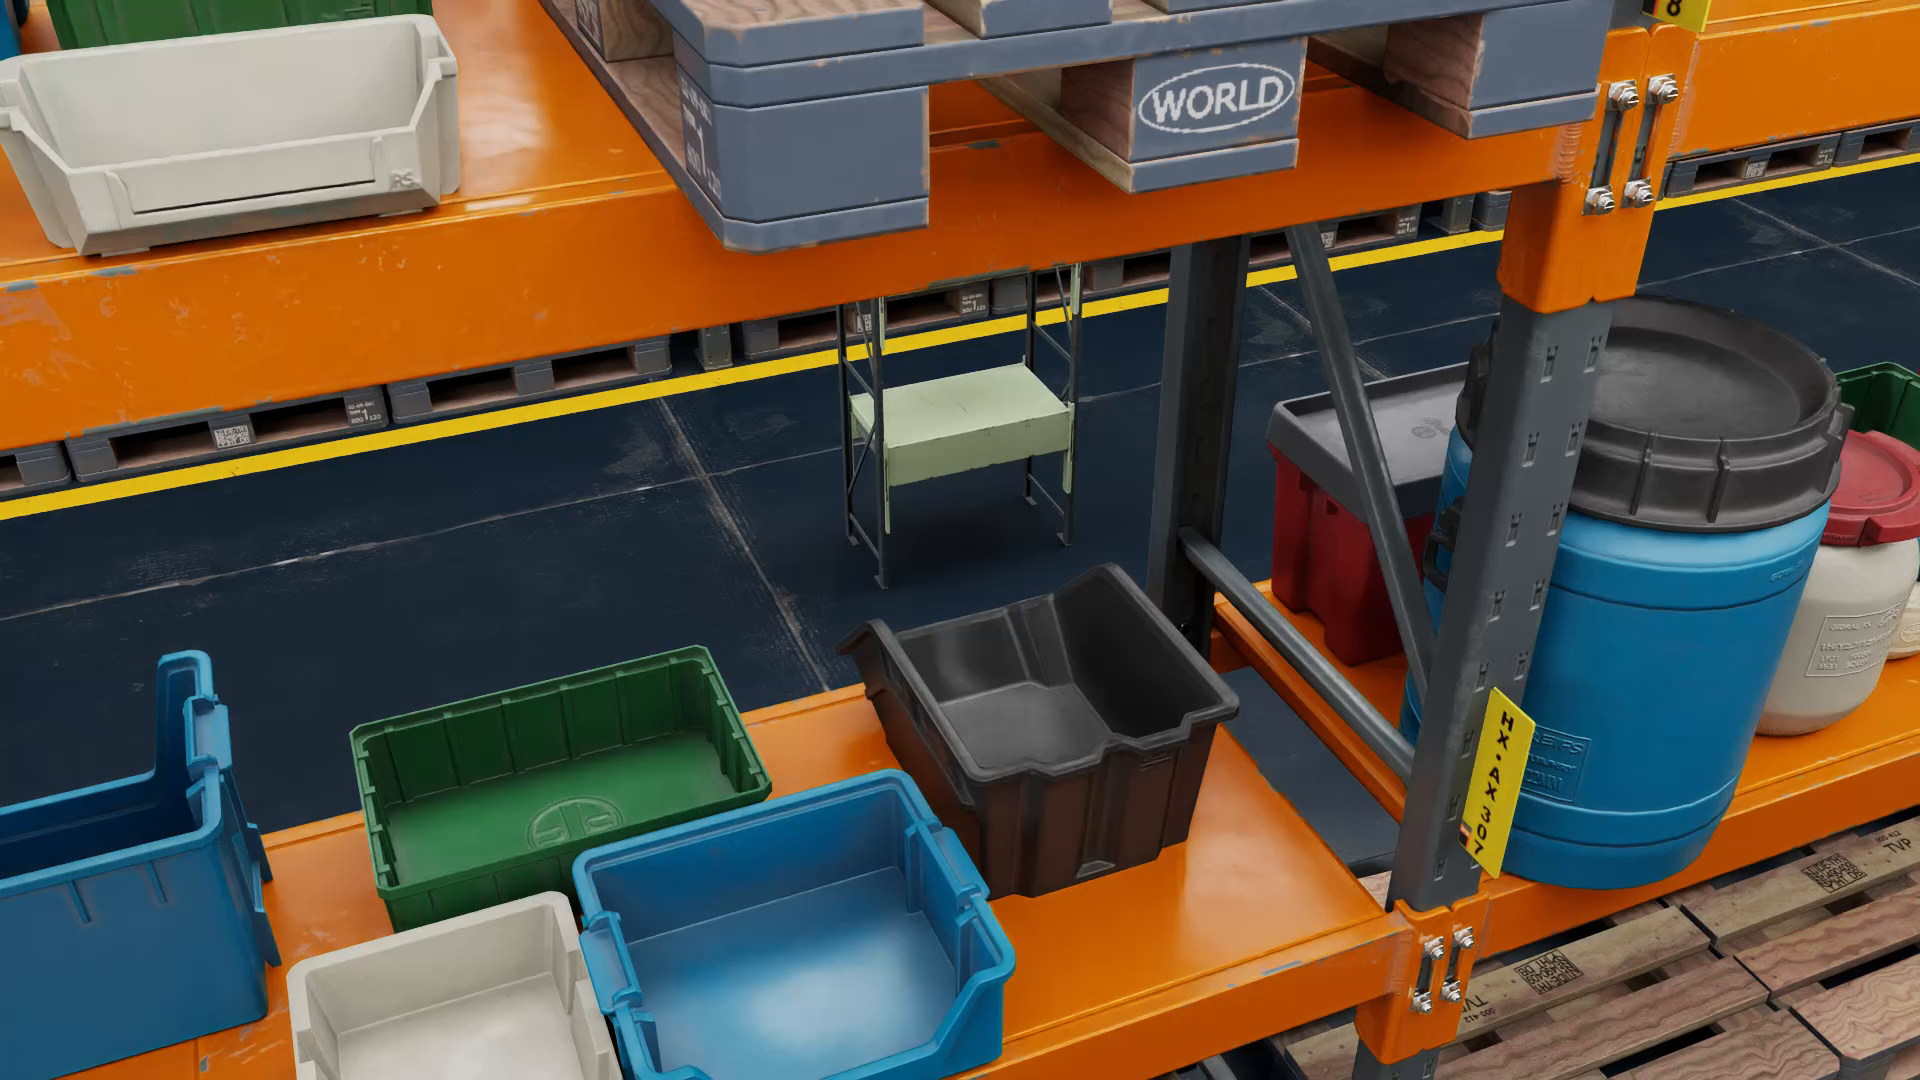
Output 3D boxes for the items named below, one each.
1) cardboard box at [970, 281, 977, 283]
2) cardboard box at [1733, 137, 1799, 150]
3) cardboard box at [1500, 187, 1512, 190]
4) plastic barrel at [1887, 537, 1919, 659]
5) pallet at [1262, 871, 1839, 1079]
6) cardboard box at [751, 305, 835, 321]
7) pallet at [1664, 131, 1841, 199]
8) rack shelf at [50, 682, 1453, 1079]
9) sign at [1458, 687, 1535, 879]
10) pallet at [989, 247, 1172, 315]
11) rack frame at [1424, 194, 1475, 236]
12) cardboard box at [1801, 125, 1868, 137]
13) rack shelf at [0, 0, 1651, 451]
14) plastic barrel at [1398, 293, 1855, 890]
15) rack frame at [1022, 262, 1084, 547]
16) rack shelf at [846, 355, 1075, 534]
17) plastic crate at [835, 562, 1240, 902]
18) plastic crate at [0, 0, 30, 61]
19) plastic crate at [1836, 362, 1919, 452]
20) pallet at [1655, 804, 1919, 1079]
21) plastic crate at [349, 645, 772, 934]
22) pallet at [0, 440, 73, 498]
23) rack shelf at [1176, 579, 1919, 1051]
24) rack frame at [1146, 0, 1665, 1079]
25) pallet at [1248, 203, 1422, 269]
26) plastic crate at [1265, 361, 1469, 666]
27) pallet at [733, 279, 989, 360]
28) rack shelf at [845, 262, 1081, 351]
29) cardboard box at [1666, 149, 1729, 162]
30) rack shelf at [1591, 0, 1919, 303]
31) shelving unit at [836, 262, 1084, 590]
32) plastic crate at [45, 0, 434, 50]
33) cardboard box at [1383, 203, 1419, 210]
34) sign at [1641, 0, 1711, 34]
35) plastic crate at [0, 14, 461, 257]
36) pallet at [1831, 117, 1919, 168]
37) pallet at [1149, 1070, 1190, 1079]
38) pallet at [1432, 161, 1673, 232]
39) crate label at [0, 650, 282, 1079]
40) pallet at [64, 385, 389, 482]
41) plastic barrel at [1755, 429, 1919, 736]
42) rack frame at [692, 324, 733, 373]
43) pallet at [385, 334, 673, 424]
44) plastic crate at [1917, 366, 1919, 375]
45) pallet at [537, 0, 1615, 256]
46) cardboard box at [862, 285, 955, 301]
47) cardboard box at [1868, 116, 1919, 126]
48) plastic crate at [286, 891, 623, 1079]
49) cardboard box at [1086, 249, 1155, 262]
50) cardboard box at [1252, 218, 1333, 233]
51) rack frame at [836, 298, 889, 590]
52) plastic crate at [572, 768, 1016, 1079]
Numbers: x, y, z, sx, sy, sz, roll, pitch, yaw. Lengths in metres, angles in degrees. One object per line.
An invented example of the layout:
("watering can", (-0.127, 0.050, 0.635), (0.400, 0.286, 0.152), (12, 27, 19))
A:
("cardboard box", (0.151, -1.467, 7.890), (0.500, 0.250, 0.500), (-14, 36, -20))
("cardboard box", (4.377, -2.528, 9.273), (0.500, 0.500, 0.500), (-14, 36, -21))
("cardboard box", (2.953, -2.198, 8.767), (0.500, 0.500, 0.500), (-11, 35, -17))
("plastic barrel", (1.928, 0.082, 3.500), (0.301, 0.262, 0.301), (0, 33, 0))
("pallet", (1.358, 1.210, 4.196), (1.213, 0.211, 1.003), (-13, 35, -19))
("cardboard box", (-0.798, -1.249, 7.555), (0.500, 0.250, 0.500), (-14, 35, -20))
("pallet", (4.249, -2.335, 9.645), (1.213, 0.211, 1.003), (-13, 35, -19))
("rack shelf", (-1.195, 0.951, 2.698), (4.000, 0.370, 1.077), (-13, 35, -19))
("sign", (0.851, 0.390, 2.647), (0.005, 0.325, 0.100), (-13, 35, -19))
("pallet", (0.525, -1.531, 8.409), (1.213, 0.211, 1.003), (-13, 35, -19))
("rack frame", (2.423, -3.109, 8.278), (0.127, 3.000, 1.000), (-13, 35, -19))
("cardboard box", (4.845, -2.636, 9.440), (0.500, 0.500, 0.500), (-12, 35, -18))
("rack shelf", (-1.195, -0.307, 1.880), (4.000, 0.370, 1.077), (-13, 35, -19))
("plastic barrel", (1.122, 0.087, 2.906), (0.708, 0.901, 0.600), (-13, 35, -19))
("rack frame", (0.331, -0.704, 5.958), (0.023, 1.500, 0.400), (-13, 35, -19))
("rack shelf", (-0.006, -0.354, 6.017), (0.720, 0.370, 0.431), (-13, 35, -19))
("plastic crate", (0.117, 0.299, 3.096), (0.504, 0.338, 0.767), (-13, 35, -19))
("plastic crate", (-1.398, -0.733, 1.891), (0.575, 0.384, 0.392), (-13, 35, -19))
("plastic crate", (2.145, -0.194, 3.992), (0.662, 0.188, 0.450), (-13, 35, -19))
("pallet", (2.484, 0.951, 4.595), (1.213, 0.211, 1.003), (-13, 35, -19))
("plastic crate", (-0.712, 0.460, 2.987), (0.662, 0.188, 0.450), (-13, 35, -19))
("pallet", (-4.265, -0.434, 6.723), (1.213, 0.211, 1.003), (-13, 35, -19))
("rack shelf", (2.493, 0.106, 3.996), (4.000, 0.370, 1.077), (-13, 35, -19))
("rack frame", (0.649, 0.227, 3.151), (0.127, 3.000, 1.000), (-13, 35, -19))
("pallet", (1.649, -1.786, 8.802), (1.213, 0.211, 1.003), (-13, 35, -19))
("plastic crate", (0.977, -0.056, 3.527), (0.583, 0.464, 0.402), (-13, 35, -19))
("pallet", (-0.601, -1.271, 8.010), (1.213, 0.211, 1.003), (-13, 35, -19))
("rack shelf", (-0.006, -0.954, 5.626), (0.720, 0.370, 0.431), (-13, 35, -19))
("cardboard box", (3.898, -2.415, 9.100), (0.500, 0.500, 0.500), (-13, 35, -20))
("rack shelf", (2.493, -1.151, 3.178), (4.000, 0.370, 1.077), (-13, 35, -19))
("shelving unit", (-0.006, -0.627, 5.839), (0.755, 1.500, 0.431), (-13, 35, -19))
("plastic crate", (-0.912, -0.745, 2.089), (0.450, 0.188, 0.336), (-13, 35, -19))
("cardboard box", (2.032, -1.899, 8.554), (0.500, 0.250, 0.500), (-12, 35, -18))
("sign", (0.851, -0.755, 1.902), (0.005, 0.325, 0.100), (-13, 35, -19))
("plastic crate", (-0.675, -0.378, 1.572), (0.396, 0.136, 0.243), (-13, 35, -19))
("pallet", (5.375, -2.594, 10.044), (1.213, 0.211, 1.003), (-13, 35, -19))
("pallet", (0.013, 1.516, 3.726), (1.213, 0.211, 1.003), (-13, 35, -19))
("pallet", (3.126, -2.079, 9.252), (1.213, 0.211, 1.003), (-13, 35, -19))
("crate label", (-1.447, 0.532, 2.650), (0.616, 0.435, 0.502), (-13, 35, -19))
("pallet", (-3.142, -0.690, 7.116), (1.213, 0.211, 1.003), (-13, 35, -19))
("plastic barrel", (1.616, 0.078, 3.255), (0.433, 0.535, 0.433), (0, 33, 0))
("rack frame", (-1.265, -2.265, 6.980), (0.127, 3.000, 1.000), (-13, 35, -19))
("pallet", (-2.015, -0.949, 7.515), (1.213, 0.211, 1.003), (-13, 35, -19))
("plastic crate", (2.728, -0.457, 4.144), (0.583, 0.464, 0.402), (-13, 35, -19))
("pallet", (0.021, -0.750, 2.075), (1.003, 0.211, 1.213), (-13, 35, -19))
("cardboard box", (-0.326, -1.356, 7.720), (0.500, 0.250, 0.500), (-12, 35, -18))
("cardboard box", (5.308, -2.742, 9.602), (0.500, 0.500, 0.500), (-13, 35, -19))
("plastic crate", (-0.750, 0.808, 2.500), (0.437, 0.136, 0.530), (-13, 35, -19))
("cardboard box", (0.620, -1.574, 8.055), (0.500, 0.250, 0.500), (-12, 35, -18))
("cardboard box", (1.558, -1.788, 8.384), (0.500, 0.250, 0.500), (-13, 35, -19))
("rack frame", (-0.344, -0.550, 5.720), (0.023, 1.500, 0.400), (-13, 35, -19))
("plastic crate", (-0.267, 0.659, 2.623), (0.616, 0.251, 0.499), (-13, 35, -19))
